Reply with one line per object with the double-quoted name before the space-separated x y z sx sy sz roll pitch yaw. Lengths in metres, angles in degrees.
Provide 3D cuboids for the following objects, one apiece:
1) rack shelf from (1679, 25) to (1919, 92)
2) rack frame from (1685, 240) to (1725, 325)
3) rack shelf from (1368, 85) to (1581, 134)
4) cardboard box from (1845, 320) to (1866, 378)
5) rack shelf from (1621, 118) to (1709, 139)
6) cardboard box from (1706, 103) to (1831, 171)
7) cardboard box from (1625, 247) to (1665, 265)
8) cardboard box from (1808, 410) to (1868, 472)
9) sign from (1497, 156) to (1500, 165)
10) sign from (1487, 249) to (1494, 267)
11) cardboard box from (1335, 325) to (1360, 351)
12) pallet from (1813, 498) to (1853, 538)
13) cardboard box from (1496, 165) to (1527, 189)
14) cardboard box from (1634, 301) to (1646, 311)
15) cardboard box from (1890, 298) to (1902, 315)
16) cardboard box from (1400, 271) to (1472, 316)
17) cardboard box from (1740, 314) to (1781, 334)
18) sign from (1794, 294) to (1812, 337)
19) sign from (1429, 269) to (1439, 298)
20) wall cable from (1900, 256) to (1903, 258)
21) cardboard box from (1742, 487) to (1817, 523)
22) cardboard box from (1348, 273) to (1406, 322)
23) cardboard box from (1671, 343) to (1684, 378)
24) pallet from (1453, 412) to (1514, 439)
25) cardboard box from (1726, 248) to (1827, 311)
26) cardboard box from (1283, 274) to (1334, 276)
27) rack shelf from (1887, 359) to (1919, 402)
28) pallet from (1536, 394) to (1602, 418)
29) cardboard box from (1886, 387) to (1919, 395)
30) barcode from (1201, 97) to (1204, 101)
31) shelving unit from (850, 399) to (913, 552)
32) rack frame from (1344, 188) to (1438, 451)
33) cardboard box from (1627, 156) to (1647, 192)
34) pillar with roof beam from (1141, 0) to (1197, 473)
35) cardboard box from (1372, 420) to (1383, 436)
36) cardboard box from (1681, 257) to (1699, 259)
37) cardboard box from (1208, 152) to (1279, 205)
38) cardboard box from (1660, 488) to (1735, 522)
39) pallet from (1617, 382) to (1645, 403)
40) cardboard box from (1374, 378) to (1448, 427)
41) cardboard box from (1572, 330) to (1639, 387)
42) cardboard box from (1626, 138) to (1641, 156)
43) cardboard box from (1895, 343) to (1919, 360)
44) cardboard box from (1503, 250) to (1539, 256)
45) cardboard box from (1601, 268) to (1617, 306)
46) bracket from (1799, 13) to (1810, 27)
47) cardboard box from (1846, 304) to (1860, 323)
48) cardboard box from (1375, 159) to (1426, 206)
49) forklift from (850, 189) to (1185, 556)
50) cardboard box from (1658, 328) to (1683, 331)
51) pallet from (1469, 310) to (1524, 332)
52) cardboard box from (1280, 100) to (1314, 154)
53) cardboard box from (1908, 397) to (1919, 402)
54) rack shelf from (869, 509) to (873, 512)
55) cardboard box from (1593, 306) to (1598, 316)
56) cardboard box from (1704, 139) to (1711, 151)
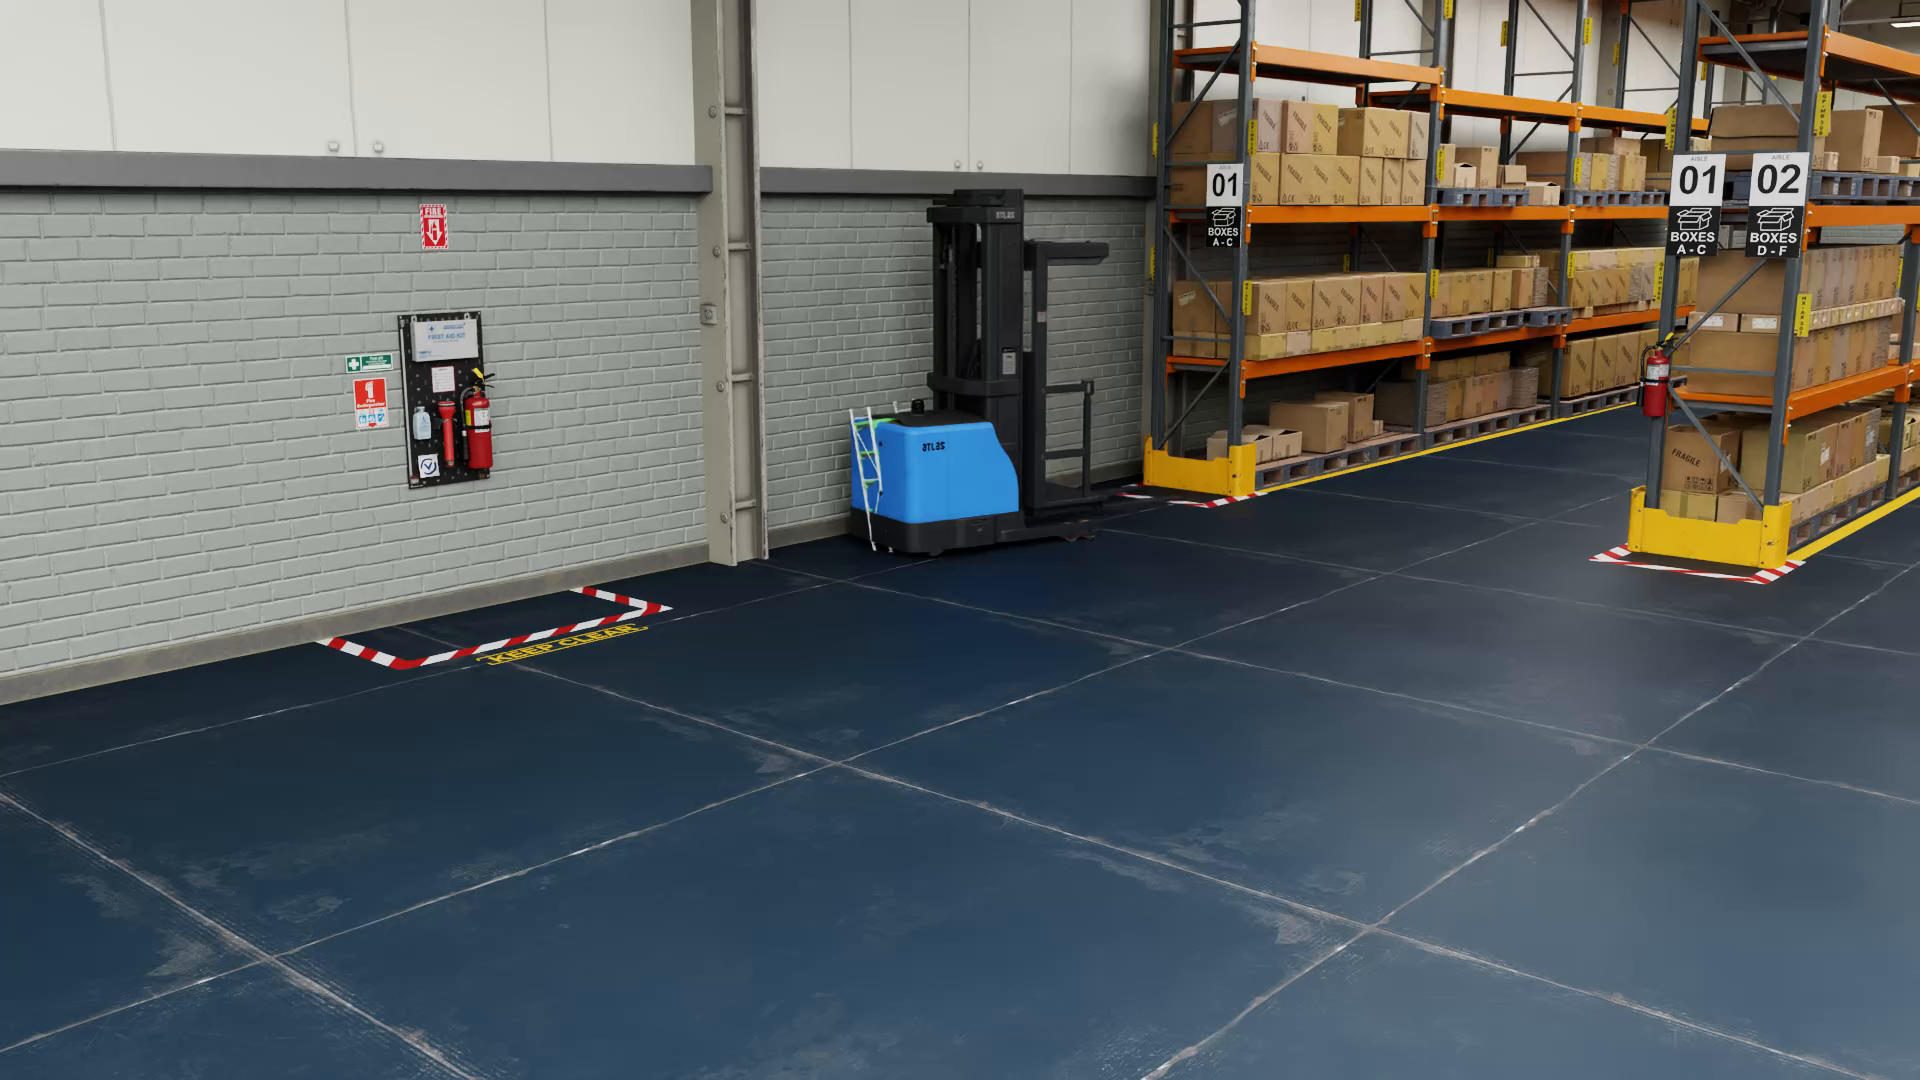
"rack shelf" 7.402 -4.029 14.264 1.077 0.370 4.000 10 15 40
"rack frame" 12.920 -4.335 28.258 1.000 3.000 0.127 10 15 40
"rack shelf" 6.318 -5.257 20.414 1.077 0.370 4.000 10 15 40
"cardboard box" 7.756 -1.761 15.114 0.700 0.500 0.500 10 15 41
"rack shelf" 11.599 -6.434 26.307 1.077 0.370 4.000 10 15 40
"cardboard box" 6.464 -3.221 13.330 0.637 0.503 0.797 -11 16 -44
"cardboard box" 10.163 -4.217 24.688 0.500 0.250 0.500 10 15 42
"cardboard box" 7.914 -0.913 15.155 0.500 0.500 0.500 10 15 40
"sign" 7.227 -4.994 22.378 0.100 0.325 0.005 10 15 40
"sign" 7.220 -3.797 22.609 0.100 0.325 0.005 10 15 40
"cardboard box" 3.927 -2.175 17.773 0.500 0.250 0.500 10 15 41
"pallet" 7.360 -0.271 15.026 1.003 0.211 1.213 10 15 40
"cardboard box" 6.713 -4.511 21.164 0.637 0.503 0.797 -10 15 -40
"cardboard box" 9.785 -3.428 24.307 0.380 0.149 0.250 10 15 40
"cardboard box" 8.703 -2.229 15.803 0.380 0.149 0.250 10 15 40
"cardboard box" 5.734 -2.986 20.126 0.500 0.500 0.700 -10 15 -42
"cardboard box" 6.502 -1.738 13.345 0.380 0.149 0.250 10 15 40
"sign" 6.494 -1.732 12.812 0.100 0.325 0.005 10 15 40
"sign" 5.411 -2.925 18.988 0.100 0.325 0.005 10 15 40
"wall cable" 16.922 -6.540 31.910 3.097 2.526 0.112 10 15 40
"cardboard box" 6.930 -0.323 14.118 0.500 0.250 0.500 10 15 40
"cardboard box" 4.593 -2.690 18.438 0.500 0.500 0.500 10 15 40
"cardboard box" 10.850 -2.824 26.000 0.700 0.500 0.500 10 15 41
"pallet" 6.316 -1.497 21.169 1.003 0.211 1.213 10 15 40
"cardboard box" 6.777 -2.179 13.897 0.700 0.500 0.500 9 15 39
"cardboard box" 3.854 -2.683 18.405 0.500 0.500 0.500 10 15 42
"rack shelf" 10.042 -1.871 17.759 1.077 0.370 4.000 10 15 40
"pallet" 8.216 -1.897 23.170 1.003 0.211 1.213 10 15 40
"cardboard box" 10.796 -1.612 19.139 0.500 0.311 0.500 10 15 42
"barcode" 2.451 -4.455 16.859 0.001 0.075 0.075 10 15 40
"shelving unit" -0.554 -0.537 13.819 0.503 1.200 0.258 -15 8 -43
"rack frame" 4.998 -2.570 19.419 1.000 3.000 0.127 10 15 40
"cardboard box" 9.616 -5.367 24.388 0.700 0.500 0.500 9 14 37
"pillar with roof beam" 5.404 -4.581 14.173 9.100 9.000 0.400 10 15 40
"cardboard box" 4.668 -1.313 19.240 0.380 0.166 0.250 7 14 33
"cardboard box" 11.608 -4.187 26.748 0.980 0.700 0.700 9 14 38
"cardboard box" 2.766 -3.528 16.251 0.500 0.500 0.500 10 15 42
"cardboard box" 6.213 -0.316 14.083 0.500 0.250 0.500 10 15 40
"pallet" 9.826 -2.256 24.968 1.003 0.211 1.213 10 15 40
"cardboard box" 5.472 -1.670 20.173 0.700 0.500 0.500 10 15 42
"cardboard box" 9.363 -2.655 24.261 0.750 0.750 0.750 10 15 42
"cardboard box" 9.600 -5.738 24.328 0.500 0.250 0.500 -11 16 -43
"cardboard box" 9.460 -1.911 16.760 0.380 0.149 0.250 10 15 40
"cardboard box" 7.743 -3.831 22.753 0.500 0.250 0.500 10 15 42
"cardboard box" 8.833 -3.550 23.261 0.500 0.500 0.500 10 15 40
"bracket" 16.157 -9.915 31.689 0.235 0.232 0.430 10 15 40
"cardboard box" 7.691 -2.003 14.671 0.380 0.149 0.250 10 15 42
"cardboard box" 4.849 -3.993 18.579 0.500 0.500 0.500 10 15 42
"forklift" 0.585 -1.503 14.251 3.031 2.935 1.130 -7 13 -32
"cardboard box" 11.462 -3.338 26.918 0.380 0.149 0.250 9 15 39
"pallet" 6.363 -2.768 20.899 1.003 0.211 1.213 10 15 40
"cardboard box" 3.164 -4.094 16.532 0.500 0.500 0.500 10 15 40
"cardboard box" 10.528 -1.391 18.032 0.500 0.311 0.500 10 15 40
"rack shelf" -0.506 -0.238 13.852 0.480 0.148 0.258 -15 8 -43
"cardboard box" 8.680 -3.220 23.263 0.380 0.149 0.250 10 15 42
"cardboard box" 11.295 -5.912 25.634 0.500 0.500 0.500 9 15 39
